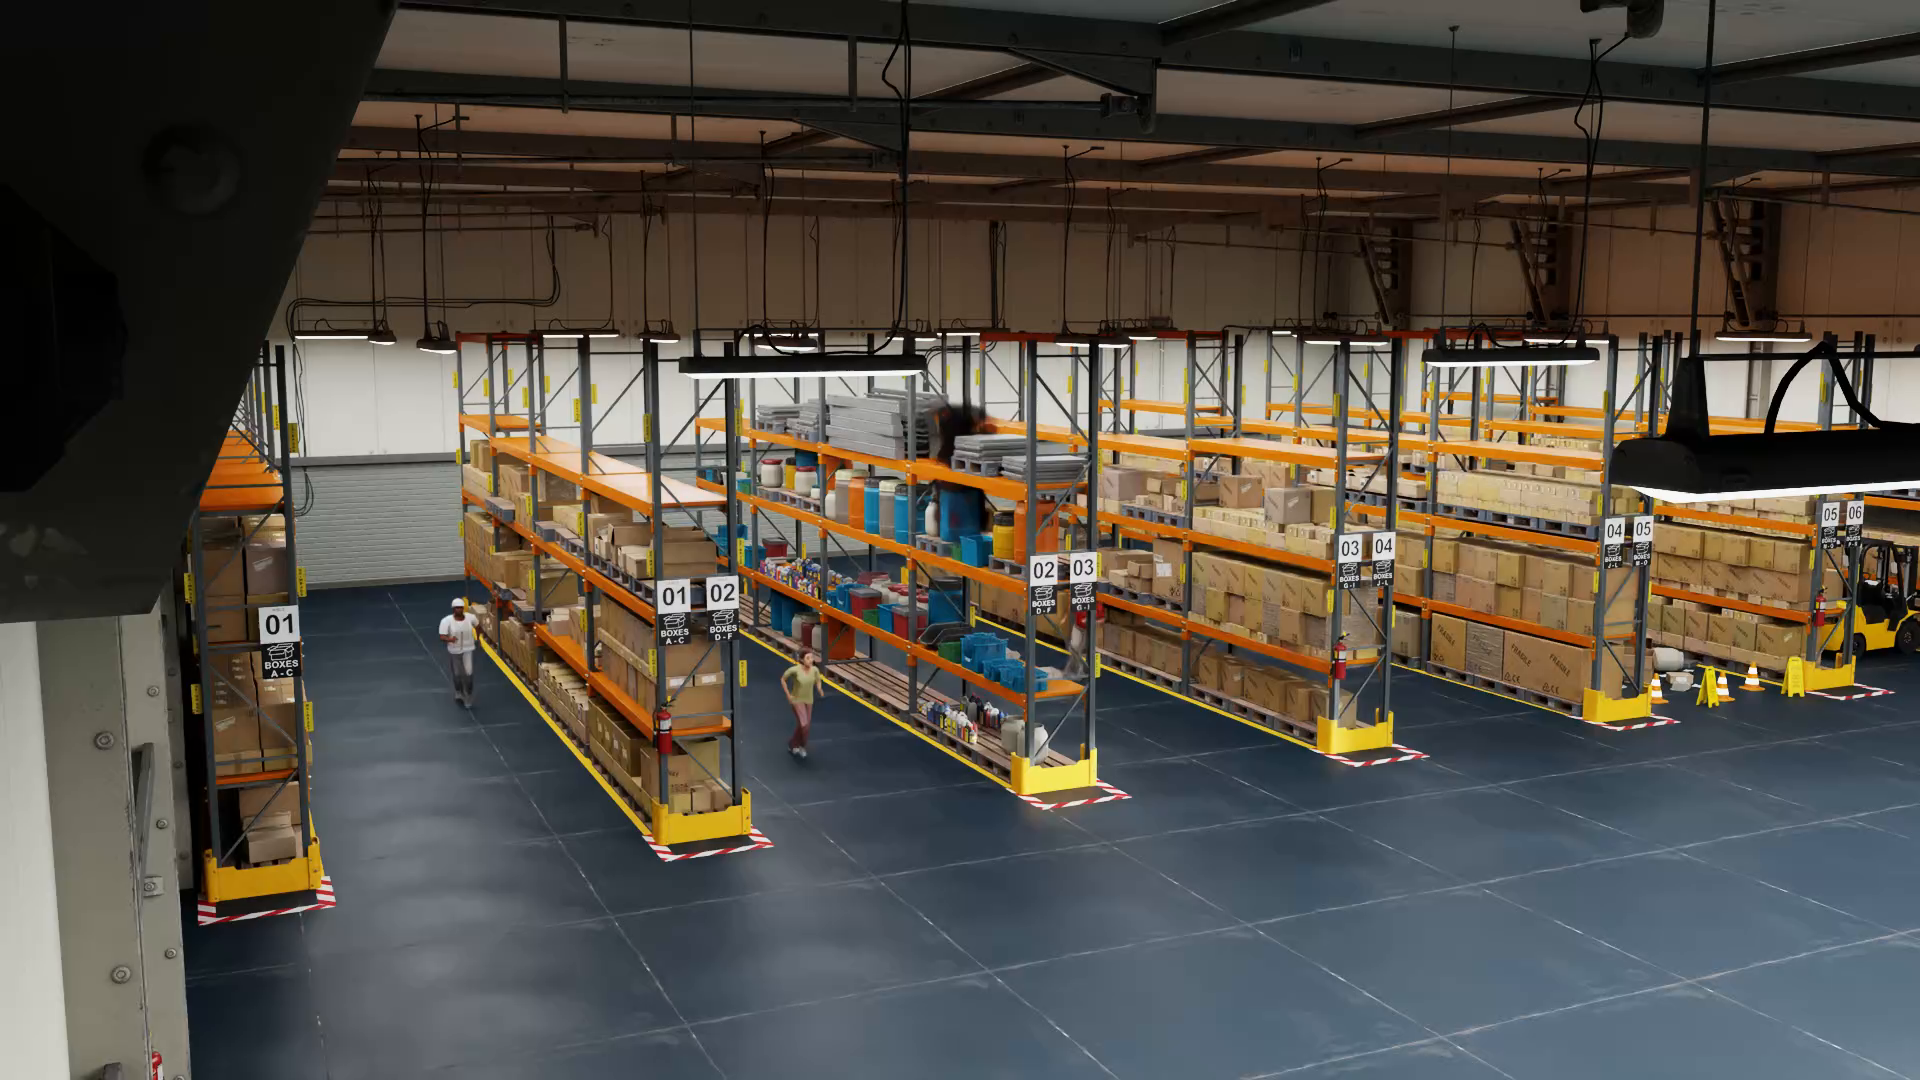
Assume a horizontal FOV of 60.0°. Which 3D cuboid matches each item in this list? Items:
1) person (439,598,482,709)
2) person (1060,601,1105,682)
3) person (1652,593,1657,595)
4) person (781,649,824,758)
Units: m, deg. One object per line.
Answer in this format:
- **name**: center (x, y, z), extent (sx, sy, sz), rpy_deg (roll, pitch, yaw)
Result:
- **person**: center (-8.092, 1.835, 26.972), extent (0.658, 1.812, 0.832), rpy_deg (-2, 8, -17)
- **person**: center (2.125, 1.611, 28.955), extent (0.815, 1.641, 0.717), rpy_deg (1, 8, 9)
- **person**: center (14.488, 0.956, 34.072), extent (0.568, 1.616, 0.808), rpy_deg (-6, 10, -38)
- **person**: center (-2.270, 2.330, 23.924), extent (0.591, 1.593, 0.749), rpy_deg (-5, 9, -31)
